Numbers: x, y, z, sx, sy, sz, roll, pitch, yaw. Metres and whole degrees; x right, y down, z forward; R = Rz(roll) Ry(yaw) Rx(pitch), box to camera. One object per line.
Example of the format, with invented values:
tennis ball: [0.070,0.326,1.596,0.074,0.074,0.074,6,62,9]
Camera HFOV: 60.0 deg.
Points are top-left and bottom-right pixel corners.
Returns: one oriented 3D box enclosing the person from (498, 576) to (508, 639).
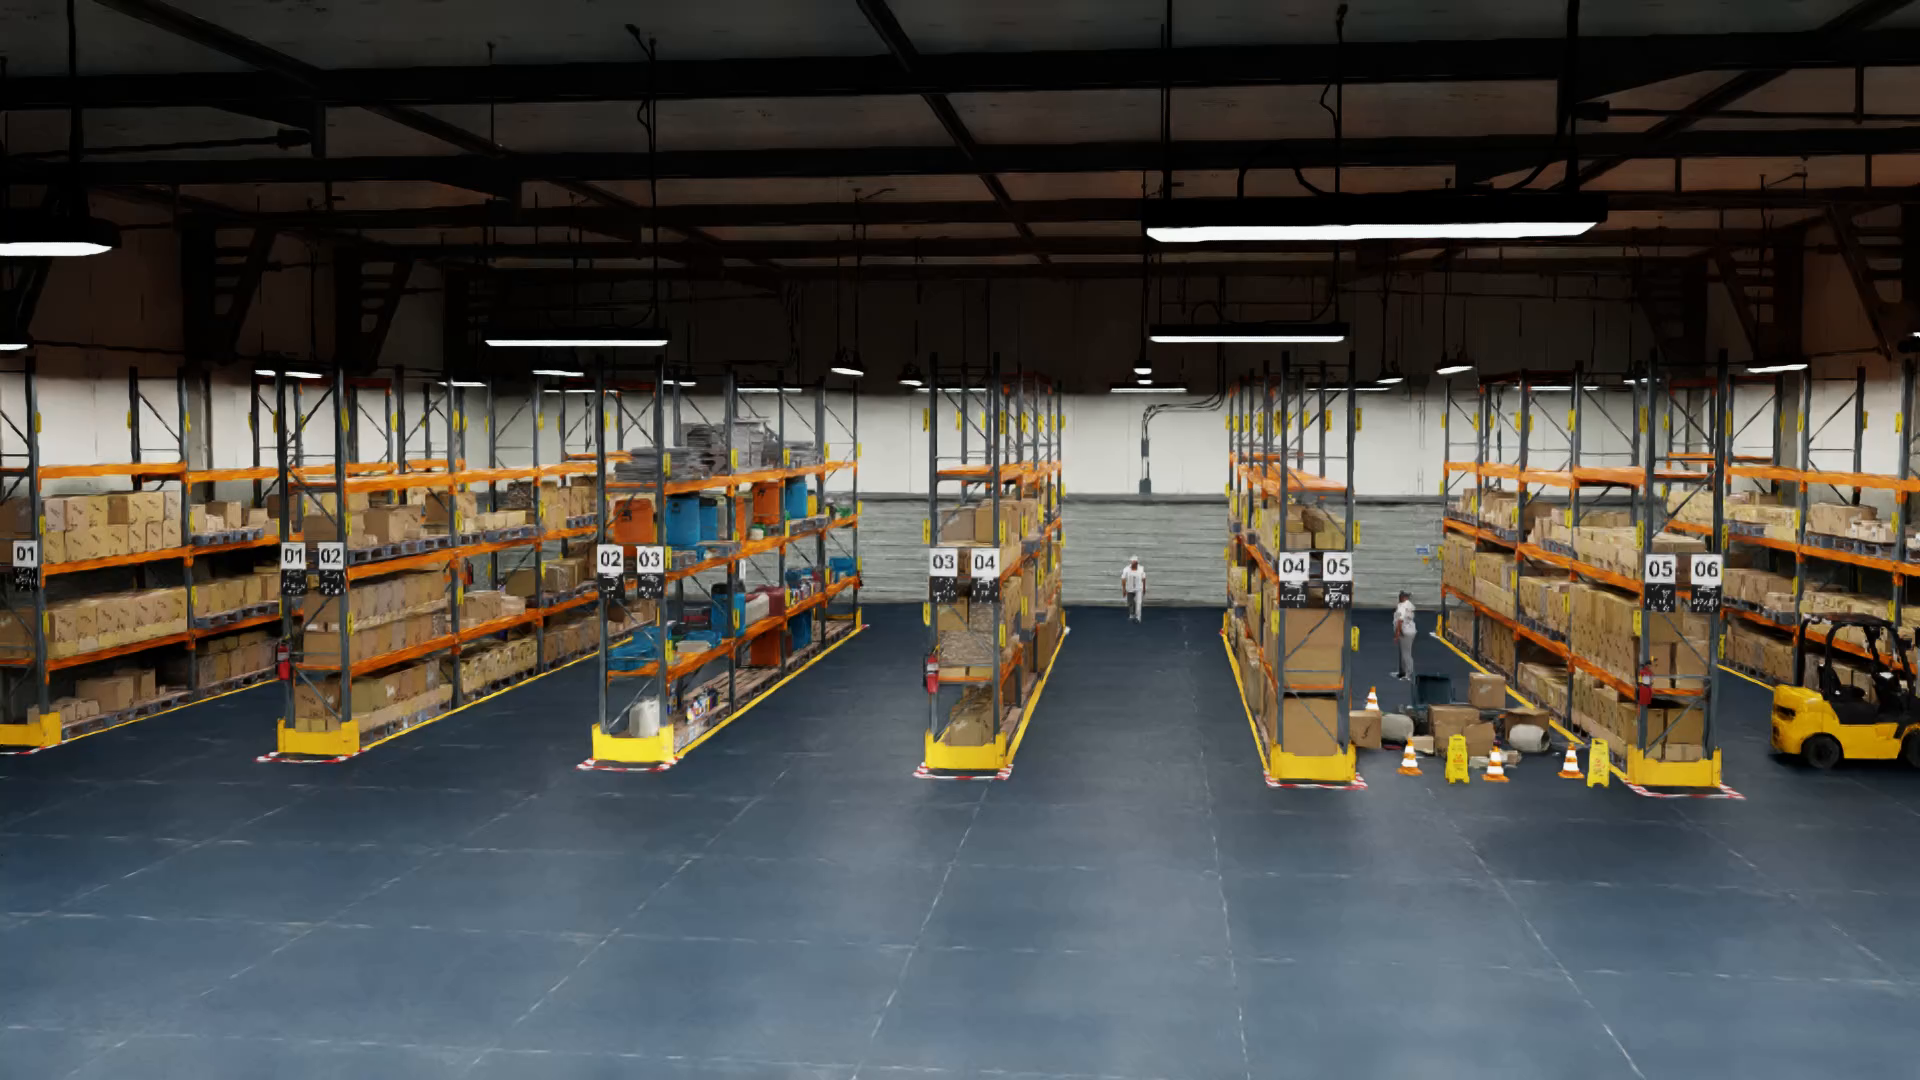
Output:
person: [-10.028,1.597,36.389,0.556,1.644,0.598,3,5,37]

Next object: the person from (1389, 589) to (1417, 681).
person: [8.601,1.828,32.339,0.568,1.746,0.654,3,5,34]

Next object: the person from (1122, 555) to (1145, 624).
person: [4.327,1.216,41.450,0.577,1.691,1.121,1,4,9]

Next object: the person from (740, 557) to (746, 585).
person: [-5.928,1.016,43.756,0.470,1.763,0.695,3,5,38]
